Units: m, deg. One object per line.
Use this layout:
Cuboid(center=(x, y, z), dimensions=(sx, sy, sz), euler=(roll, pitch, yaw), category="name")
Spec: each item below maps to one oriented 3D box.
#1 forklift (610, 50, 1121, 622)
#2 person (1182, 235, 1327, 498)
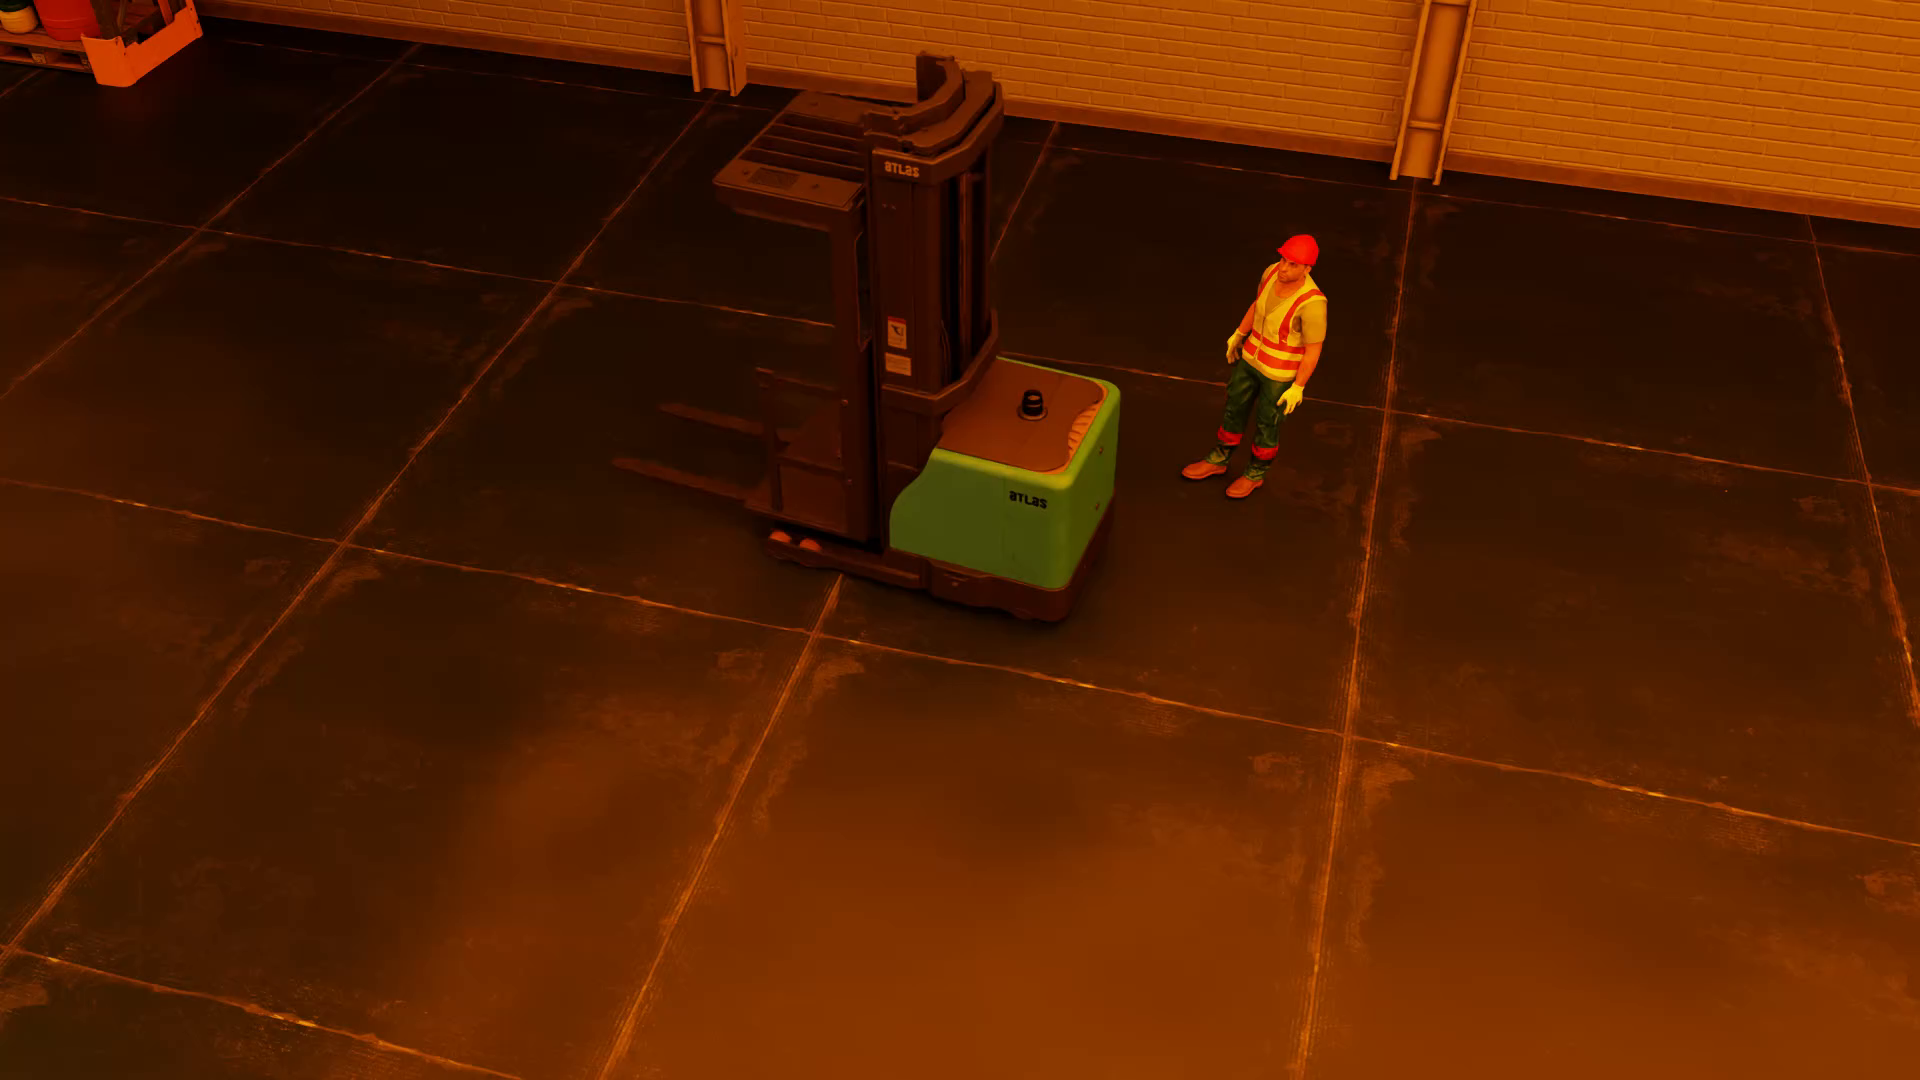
Cuboid(center=(-0.639, -1.250, 9.288), dimensions=(3.031, 2.935, 1.130), euler=(15, 43, 16), category="forklift")
Cuboid(center=(1.778, -1.013, 9.873), dimensions=(0.565, 1.787, 0.638), euler=(-22, 46, -23), category="person")
